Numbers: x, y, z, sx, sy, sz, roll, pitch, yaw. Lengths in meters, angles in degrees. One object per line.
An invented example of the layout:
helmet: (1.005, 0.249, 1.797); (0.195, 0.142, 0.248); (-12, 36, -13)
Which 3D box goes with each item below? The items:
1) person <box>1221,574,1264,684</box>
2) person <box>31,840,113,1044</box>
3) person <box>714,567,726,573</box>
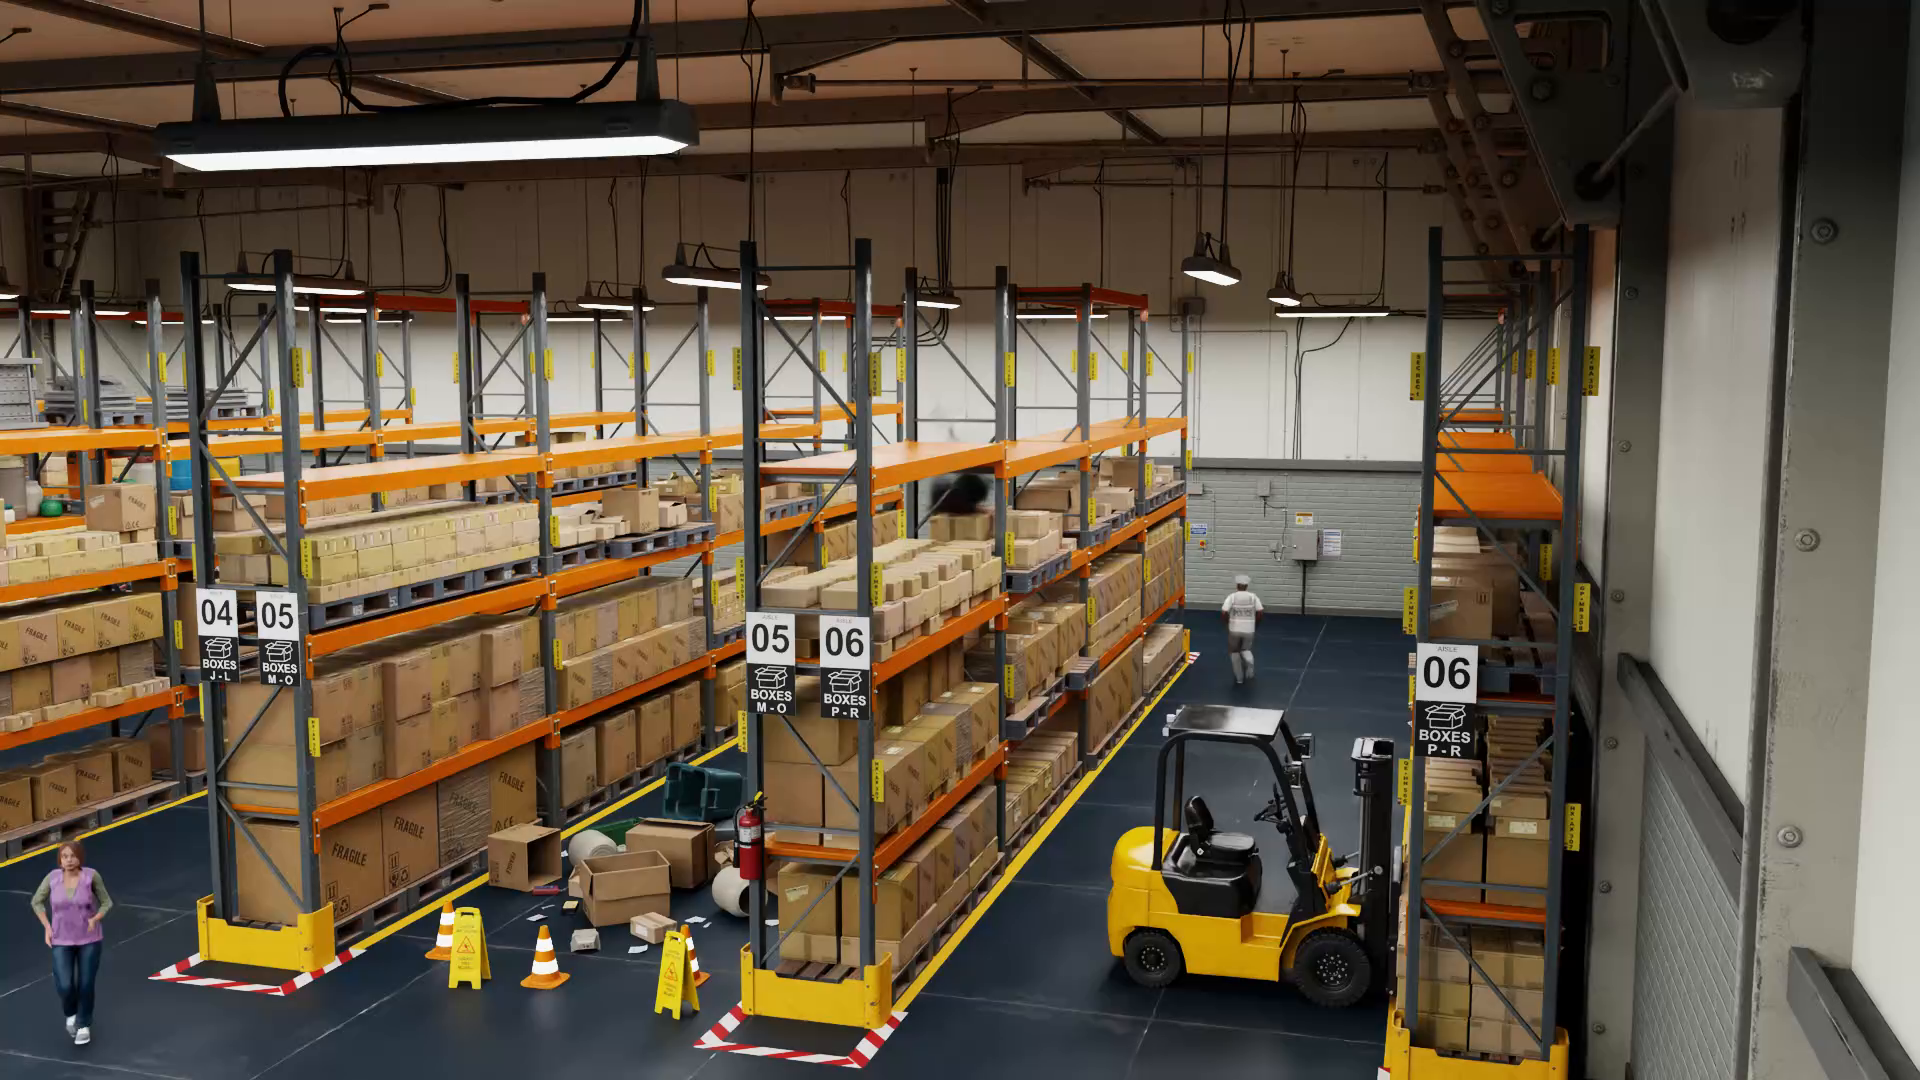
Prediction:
person: (4.398, 1.407, 25.991); (0.664, 1.736, 0.602); (0, 6, 0)
person: (-6.601, 3.012, 12.377); (0.548, 1.559, 0.516); (-3, 7, -25)
person: (-3.870, 1.274, 27.305); (0.623, 1.715, 0.934); (2, 7, 18)
